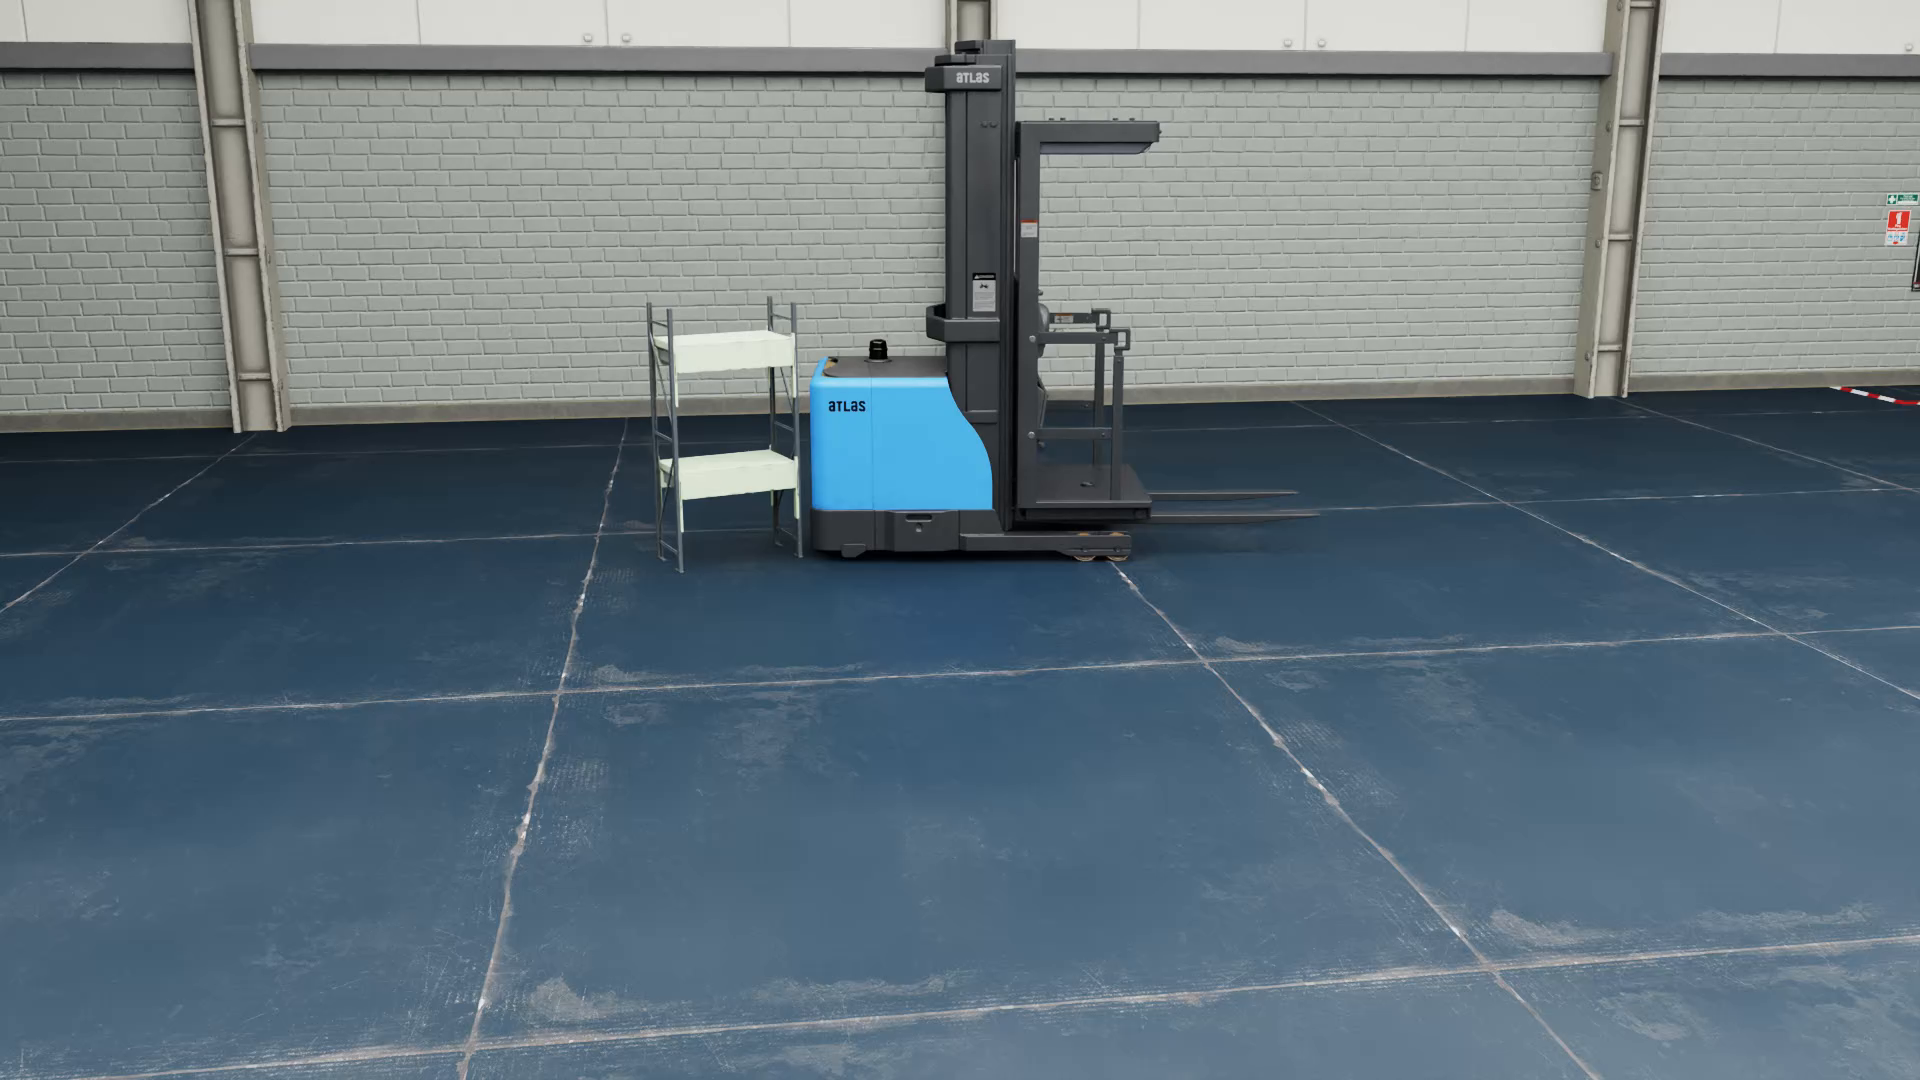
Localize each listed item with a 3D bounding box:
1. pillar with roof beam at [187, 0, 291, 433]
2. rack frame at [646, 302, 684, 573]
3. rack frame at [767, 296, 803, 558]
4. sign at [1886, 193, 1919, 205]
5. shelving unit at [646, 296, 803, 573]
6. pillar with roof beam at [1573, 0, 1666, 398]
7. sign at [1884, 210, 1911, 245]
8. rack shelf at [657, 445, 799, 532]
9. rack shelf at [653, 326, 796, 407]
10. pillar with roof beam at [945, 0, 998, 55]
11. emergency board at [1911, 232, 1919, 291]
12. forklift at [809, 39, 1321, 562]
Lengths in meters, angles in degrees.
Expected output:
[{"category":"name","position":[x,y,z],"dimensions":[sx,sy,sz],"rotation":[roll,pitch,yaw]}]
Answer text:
[{"category":"pillar with roof beam","position":[-5.198,-4.261,8.713],"dimensions":[0.400,9.000,9.100],"rotation":[-2,14,-8]},{"category":"rack frame","position":[-1.679,-0.581,9.456],"dimensions":[0.023,1.500,0.400],"rotation":[-7,16,-27]},{"category":"rack frame","position":[-1.032,-0.665,9.789],"dimensions":[0.023,1.500,0.400],"rotation":[-7,16,-27]},{"category":"sign","position":[8.954,-3.236,15.795],"dimensions":[0.331,0.109,0.001],"rotation":[-2,14,-8]},{"category":"shelving unit","position":[-1.355,-0.623,9.623],"dimensions":[0.755,1.500,0.431],"rotation":[-7,16,-27]},{"category":"pillar with roof beam","position":[6.668,-4.696,10.447],"dimensions":[0.400,9.000,9.100],"rotation":[-2,14,-8]},{"category":"sign","position":[8.948,-2.981,15.867],"dimensions":[0.234,0.329,0.001],"rotation":[-2,14,-8]},{"category":"rack shelf","position":[-1.355,-0.307,9.702],"dimensions":[0.720,0.370,0.431],"rotation":[-7,16,-27]},{"category":"rack shelf","position":[-1.355,-1.001,9.528],"dimensions":[0.720,0.370,0.431],"rotation":[-7,16,-27]},{"category":"pillar with roof beam","position":[0.735,-4.478,9.580],"dimensions":[0.400,9.000,9.100],"rotation":[-2,14,-8]},{"category":"emergency board","position":[9.499,-2.963,15.868],"dimensions":[0.626,1.169,0.157],"rotation":[-2,14,-8]},{"category":"forklift","position":[0.628,-1.425,9.880],"dimensions":[3.031,2.935,1.130],"rotation":[0,14,-1]}]
